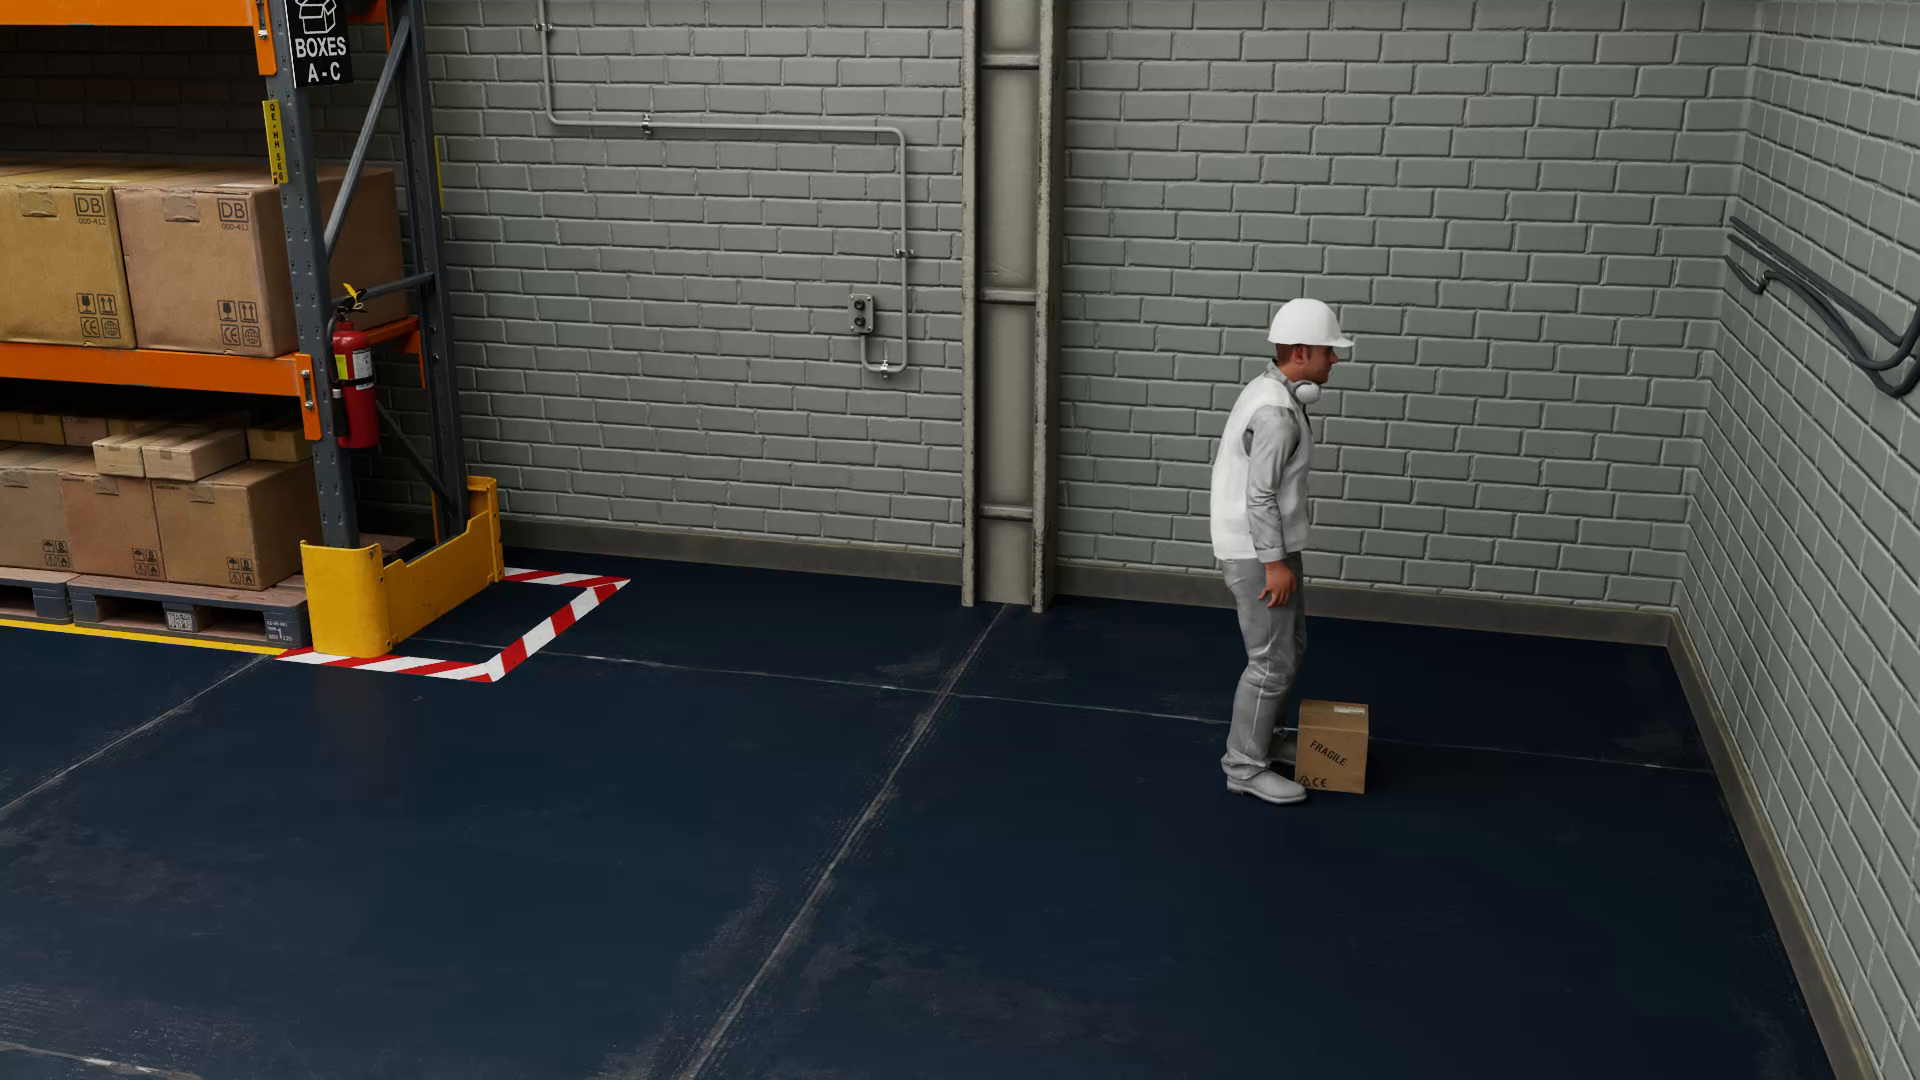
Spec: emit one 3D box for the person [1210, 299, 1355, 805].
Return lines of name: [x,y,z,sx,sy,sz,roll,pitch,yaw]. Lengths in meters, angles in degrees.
person: [1.123,0.022,5.953,0.464,1.768,0.581,4,19,13]
